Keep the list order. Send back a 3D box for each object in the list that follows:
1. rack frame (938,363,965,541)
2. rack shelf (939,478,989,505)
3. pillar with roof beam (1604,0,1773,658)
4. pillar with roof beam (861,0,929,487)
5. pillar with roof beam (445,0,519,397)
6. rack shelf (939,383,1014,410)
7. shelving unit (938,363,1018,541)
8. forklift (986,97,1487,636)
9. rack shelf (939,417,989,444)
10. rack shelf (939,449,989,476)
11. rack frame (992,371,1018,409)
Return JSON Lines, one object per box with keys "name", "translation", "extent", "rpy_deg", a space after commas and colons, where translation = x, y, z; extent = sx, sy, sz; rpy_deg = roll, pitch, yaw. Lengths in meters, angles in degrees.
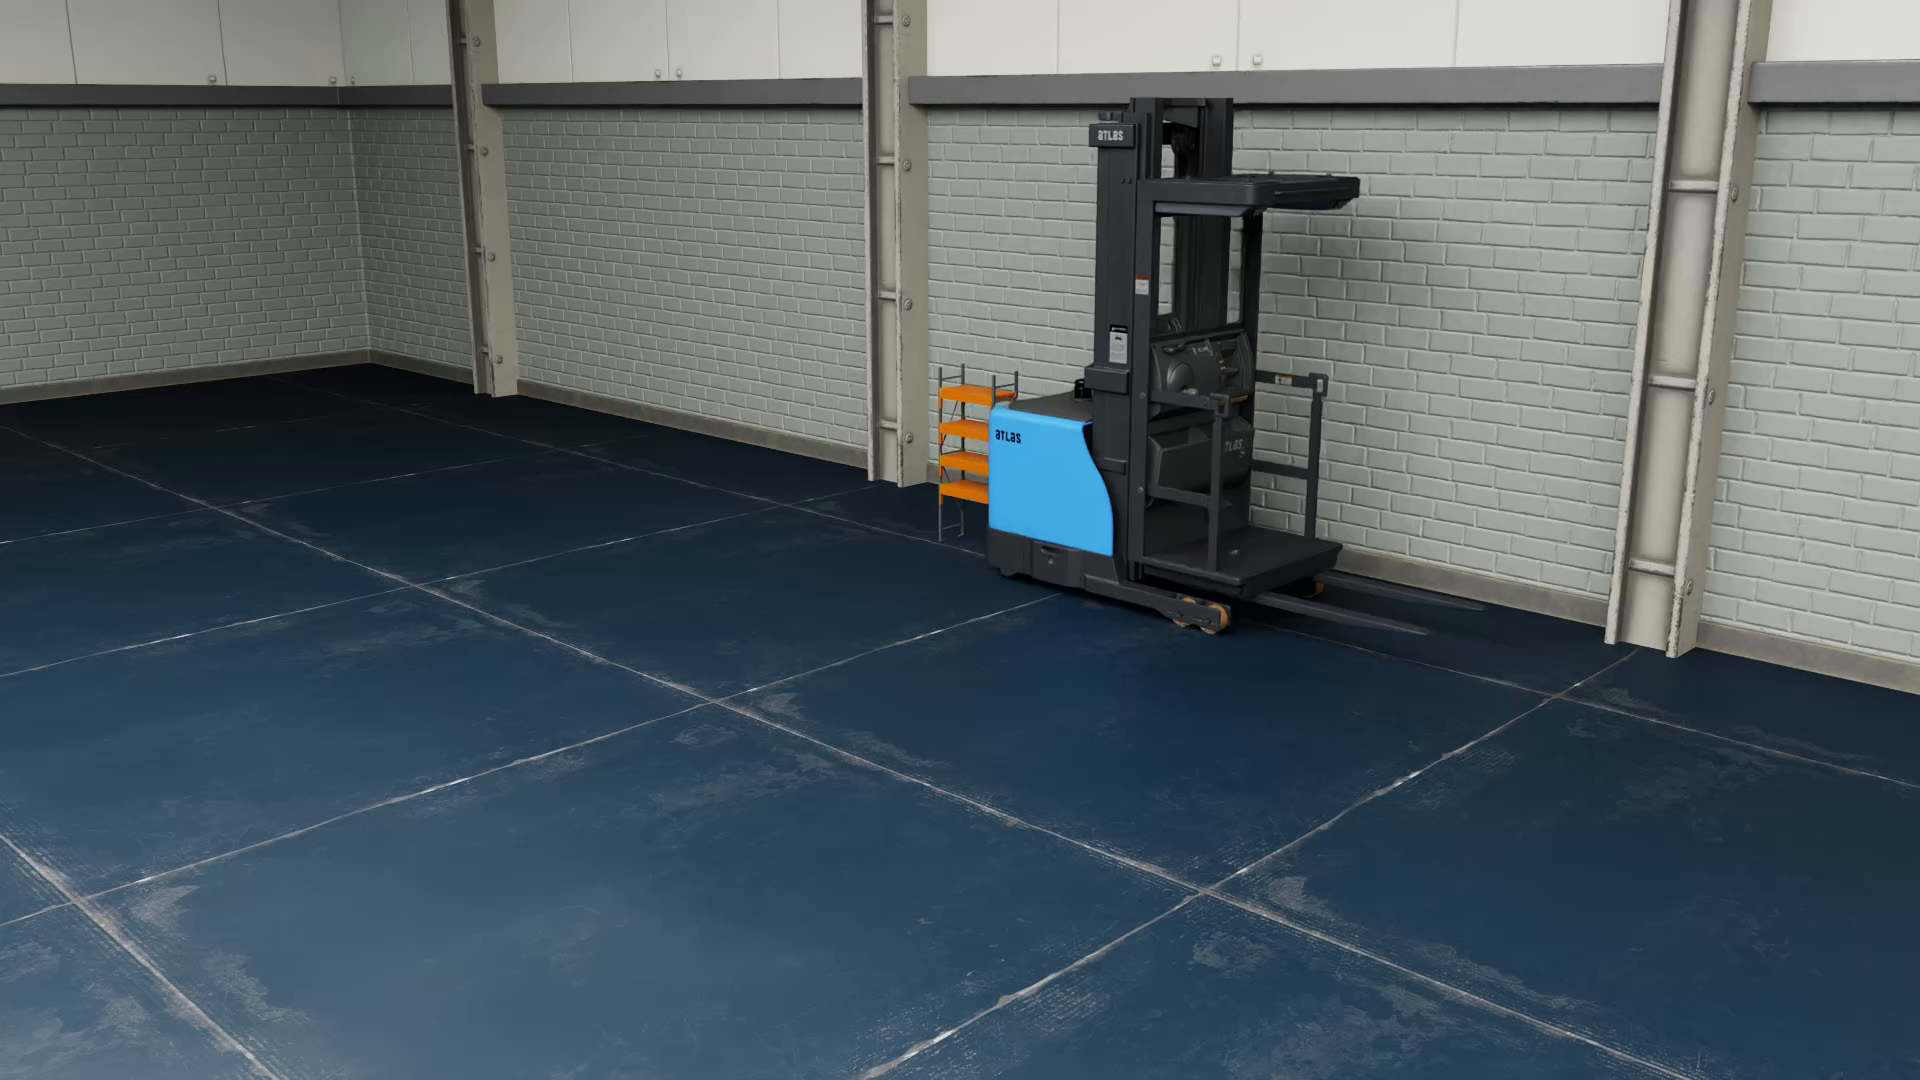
{"name": "rack frame", "translation": [-0.057, -0.594, 11.333], "extent": [0.015, 1.200, 0.240], "rpy_deg": [14, 20, 42]}
{"name": "rack shelf", "translation": [0.119, -0.294, 11.237], "extent": [0.480, 0.148, 0.258], "rpy_deg": [14, 20, 42]}
{"name": "pillar with roof beam", "translation": [0.842, -2.997, 5.089], "extent": [0.400, 9.000, 9.100], "rpy_deg": [14, 20, 42]}
{"name": "pillar with roof beam", "translation": [-3.478, -4.048, 9.119], "extent": [0.400, 9.000, 9.100], "rpy_deg": [14, 20, 42]}
{"name": "pillar with roof beam", "translation": [-7.797, -5.098, 13.149], "extent": [0.400, 9.000, 9.100], "rpy_deg": [14, 20, 42]}
{"name": "rack shelf", "translation": [0.119, -0.932, 11.071], "extent": [0.480, 0.148, 0.258], "rpy_deg": [14, 20, 42]}
{"name": "shelving unit", "translation": [0.119, -0.552, 11.170], "extent": [0.503, 1.200, 0.258], "rpy_deg": [14, 20, 42]}
{"name": "forklift", "translation": [1.575, -1.035, 9.592], "extent": [3.031, 2.935, 1.130], "rpy_deg": [14, 20, 42]}
{"name": "rack shelf", "translation": [0.119, -0.703, 11.130], "extent": [0.480, 0.148, 0.258], "rpy_deg": [14, 20, 42]}
{"name": "rack shelf", "translation": [0.119, -0.487, 11.187], "extent": [0.480, 0.148, 0.258], "rpy_deg": [14, 20, 42]}
{"name": "rack frame", "translation": [0.295, -0.509, 11.006], "extent": [0.015, 1.200, 0.240], "rpy_deg": [14, 20, 42]}
